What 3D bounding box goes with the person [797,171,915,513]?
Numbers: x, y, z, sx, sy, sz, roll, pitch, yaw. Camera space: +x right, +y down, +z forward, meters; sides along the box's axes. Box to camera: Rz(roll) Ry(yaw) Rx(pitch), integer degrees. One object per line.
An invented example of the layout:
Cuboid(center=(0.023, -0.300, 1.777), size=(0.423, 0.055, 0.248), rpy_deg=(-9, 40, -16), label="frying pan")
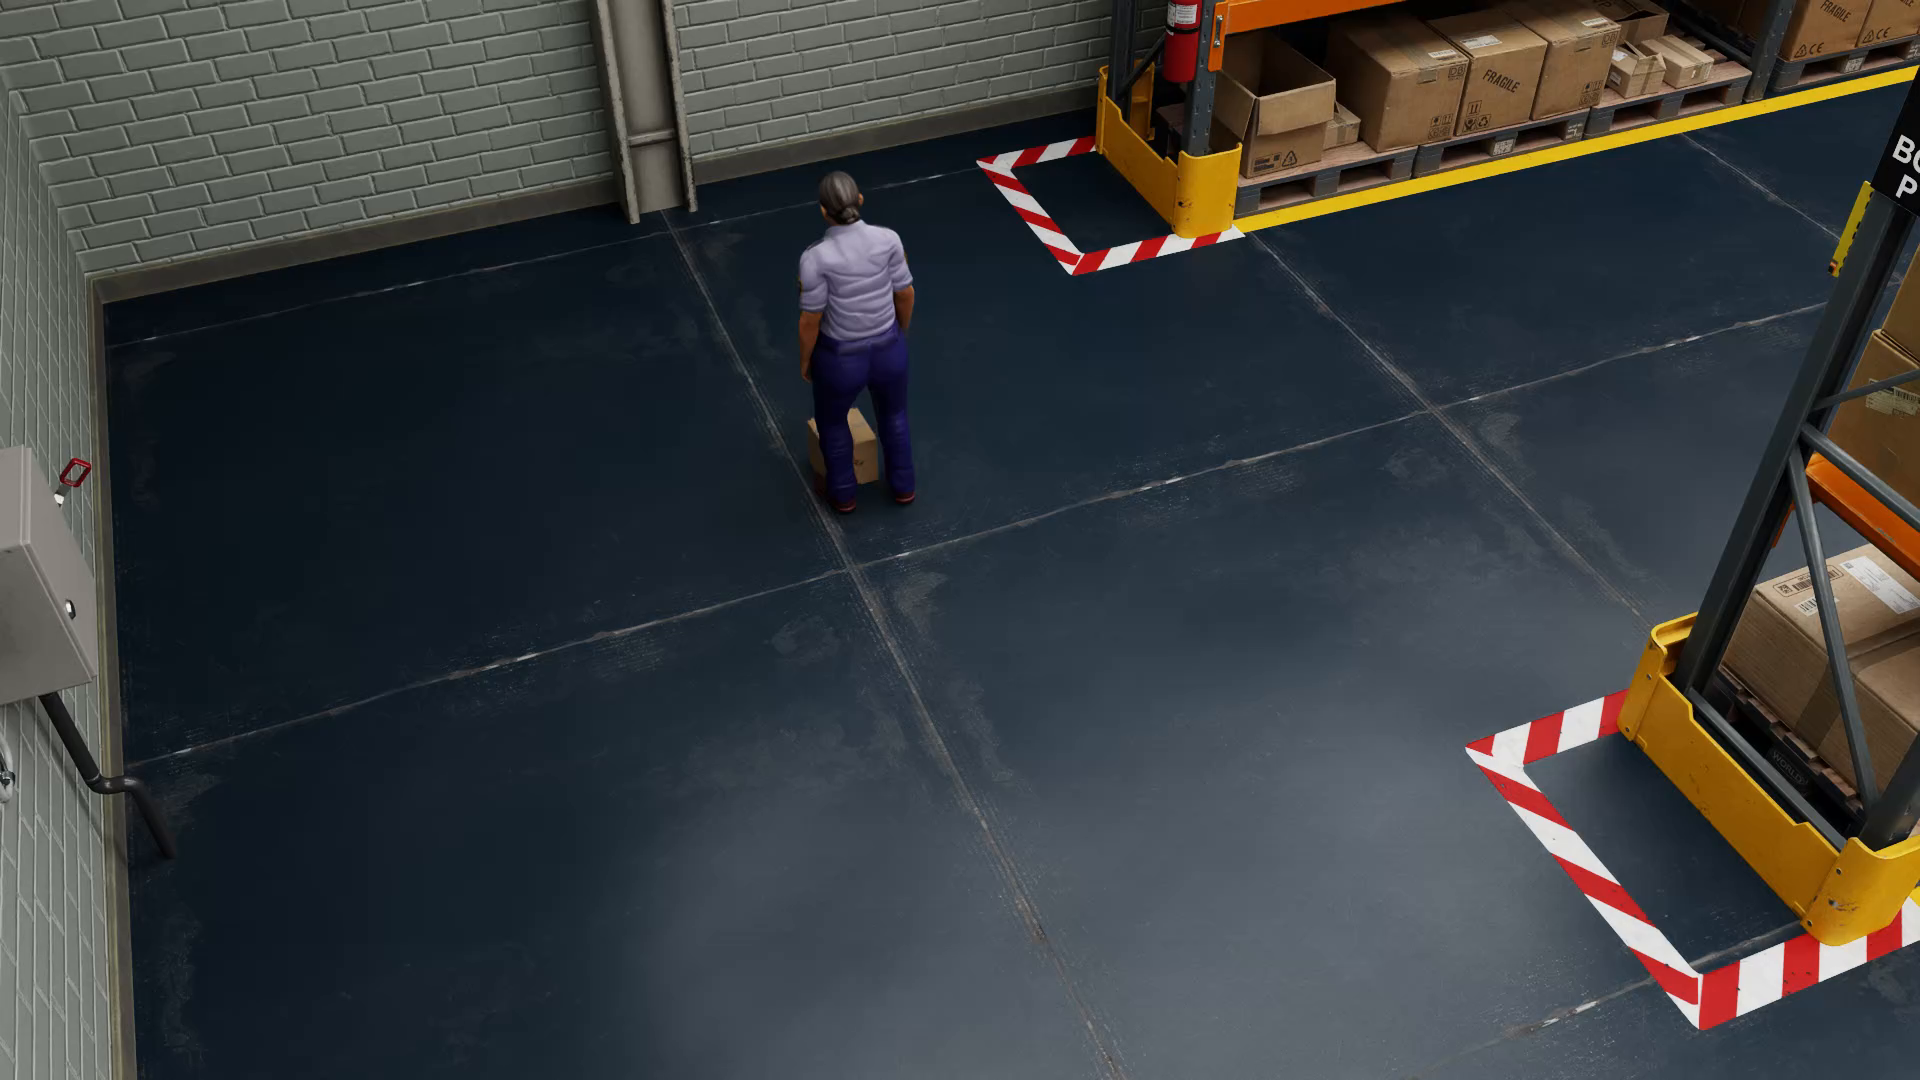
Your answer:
Cuboid(center=(-0.443, -0.815, 7.071), size=(0.538, 1.652, 0.410), rpy_deg=(-17, 45, -18), label="person")
